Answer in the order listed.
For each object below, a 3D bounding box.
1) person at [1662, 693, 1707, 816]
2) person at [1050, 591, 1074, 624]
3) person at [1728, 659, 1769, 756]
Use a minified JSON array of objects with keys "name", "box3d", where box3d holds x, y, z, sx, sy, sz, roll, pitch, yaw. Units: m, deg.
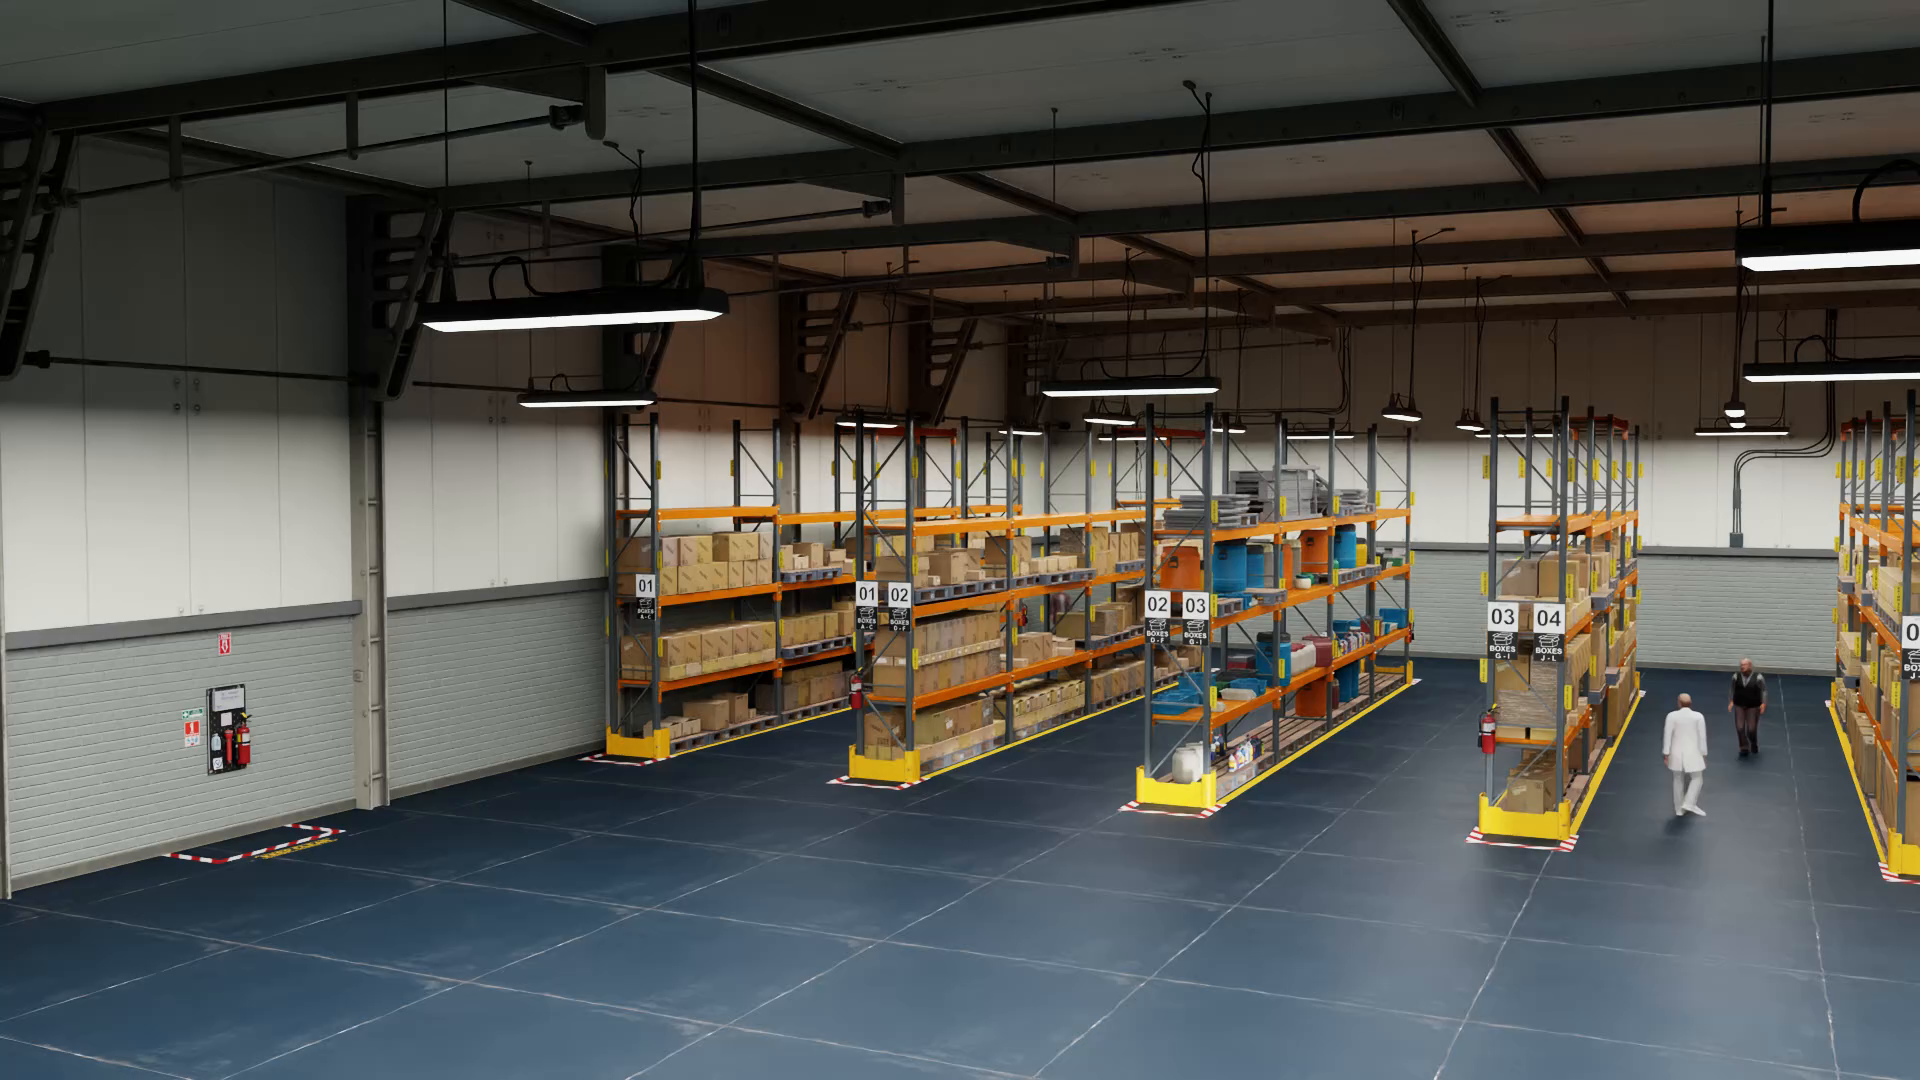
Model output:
[{"name":"person","box3d":[10.472,3.105,24.033,0.597,1.777,0.601,1,3,31]},{"name":"person","box3d":[2.856,2.163,46.688,0.595,1.822,0.621,-1,3,-20]},{"name":"person","box3d":[13.849,2.929,29.191,0.632,1.706,0.498,2,3,41]}]
